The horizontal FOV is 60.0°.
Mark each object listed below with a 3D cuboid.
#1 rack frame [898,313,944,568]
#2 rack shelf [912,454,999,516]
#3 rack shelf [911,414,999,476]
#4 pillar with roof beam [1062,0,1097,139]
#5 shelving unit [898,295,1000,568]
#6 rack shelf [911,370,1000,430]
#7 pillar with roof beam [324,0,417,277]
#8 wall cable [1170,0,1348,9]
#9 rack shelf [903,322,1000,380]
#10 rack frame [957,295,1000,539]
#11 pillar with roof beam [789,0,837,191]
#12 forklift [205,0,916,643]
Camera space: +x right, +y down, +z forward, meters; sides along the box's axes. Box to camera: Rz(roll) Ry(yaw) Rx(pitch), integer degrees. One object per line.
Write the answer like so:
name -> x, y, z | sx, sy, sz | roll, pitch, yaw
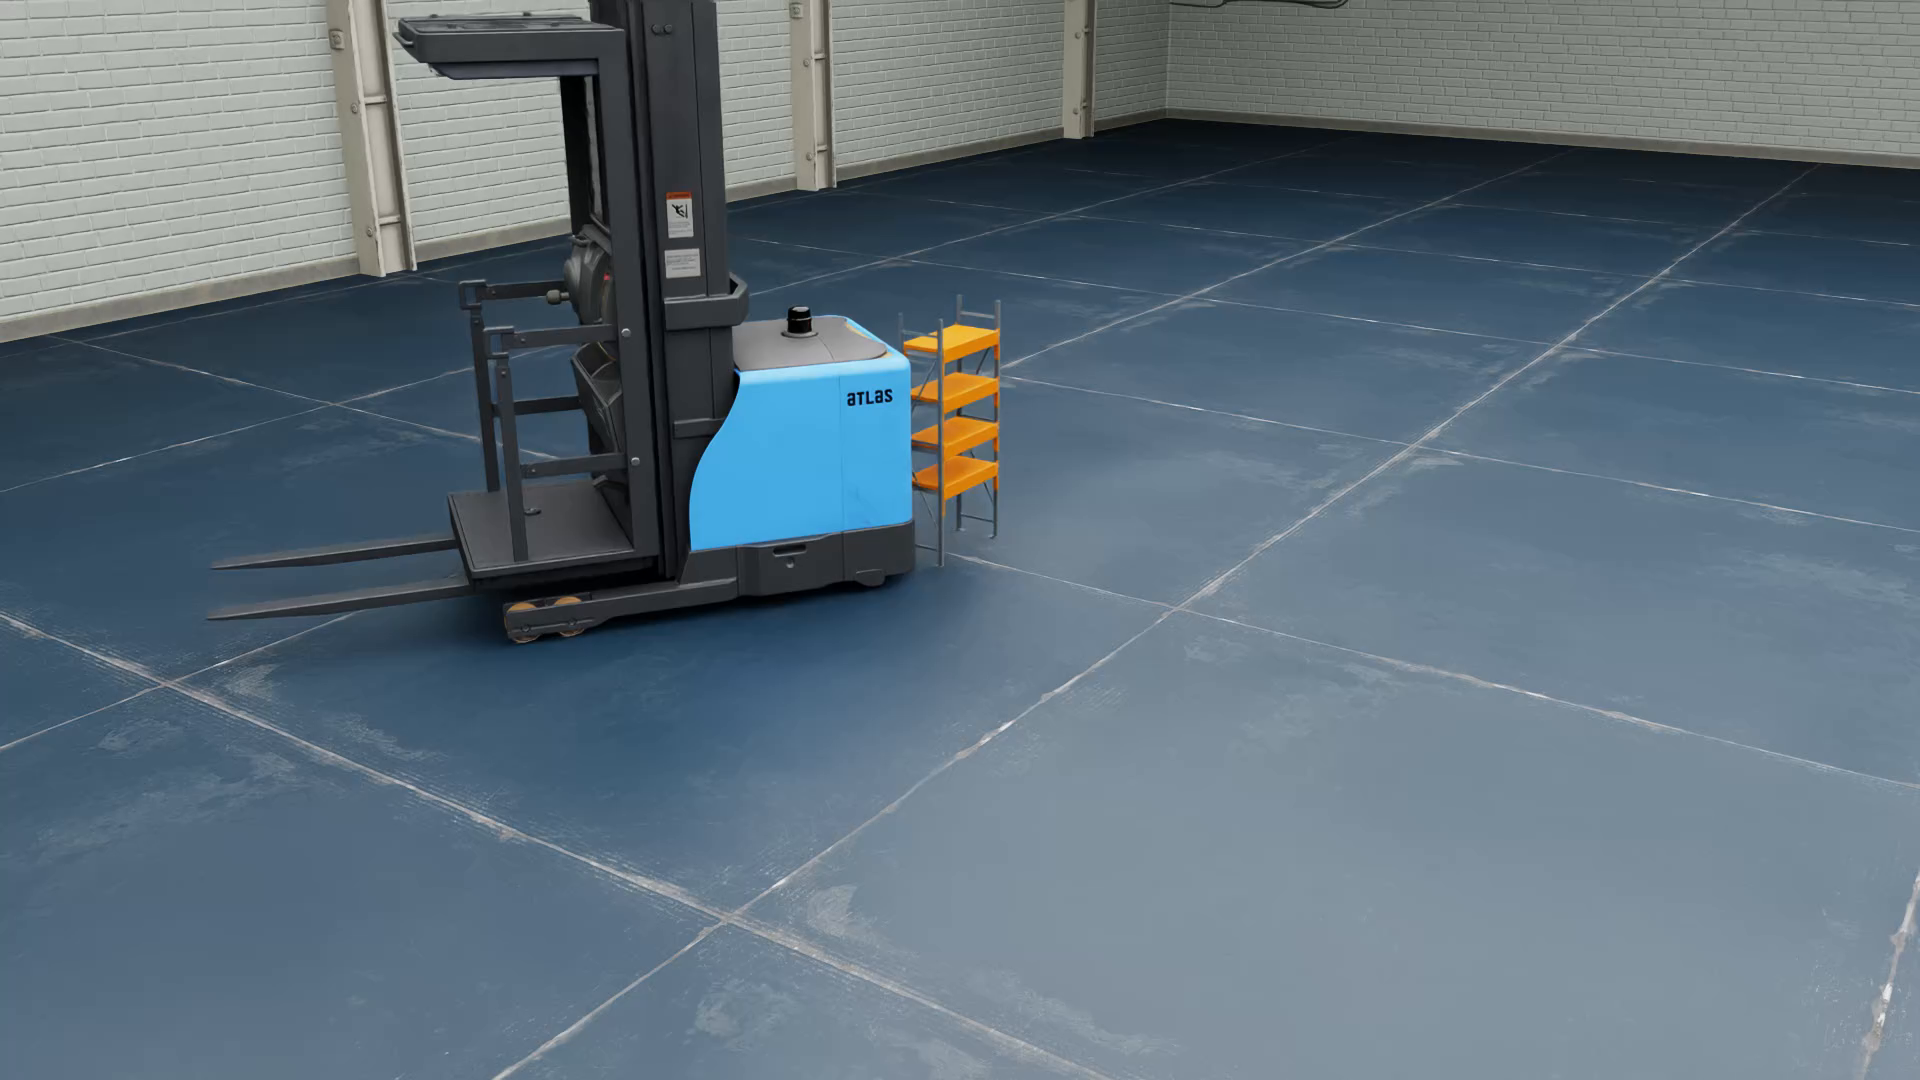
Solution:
rack frame -> -0.181, -0.452, 7.758 | 0.240, 1.200, 0.015 | 13, 24, 31
rack shelf -> -0.047, -0.273, 8.041 | 0.258, 0.148, 0.480 | 13, 24, 31
rack shelf -> -0.047, -0.460, 7.972 | 0.258, 0.148, 0.480 | 13, 24, 31
pillar with roof beam -> 5.259, -9.195, 20.153 | 9.100, 9.000, 0.400 | 13, 24, 32
shelving unit -> -0.047, -0.523, 7.949 | 0.258, 1.200, 0.503 | 13, 24, 31
rack shelf -> -0.047, -0.669, 7.895 | 0.258, 0.148, 0.480 | 13, 24, 31
pillar with roof beam -> -1.487, -5.752, 10.845 | 9.100, 9.000, 0.400 | 13, 24, 32
wall cable -> 4.448, -9.166, 24.550 | 3.097, 2.526, 0.112 | 13, 24, 32
rack shelf -> -0.047, -0.891, 7.812 | 0.258, 0.148, 0.480 | 13, 24, 31
rack frame -> 0.087, -0.593, 8.140 | 0.240, 1.200, 0.015 | 13, 24, 31
pillar with roof beam -> 1.886, -7.474, 15.499 | 9.100, 9.000, 0.400 | 13, 24, 32
forklift -> -1.777, -1.144, 7.133 | 3.031, 2.935, 1.130 | -8, 22, -20
